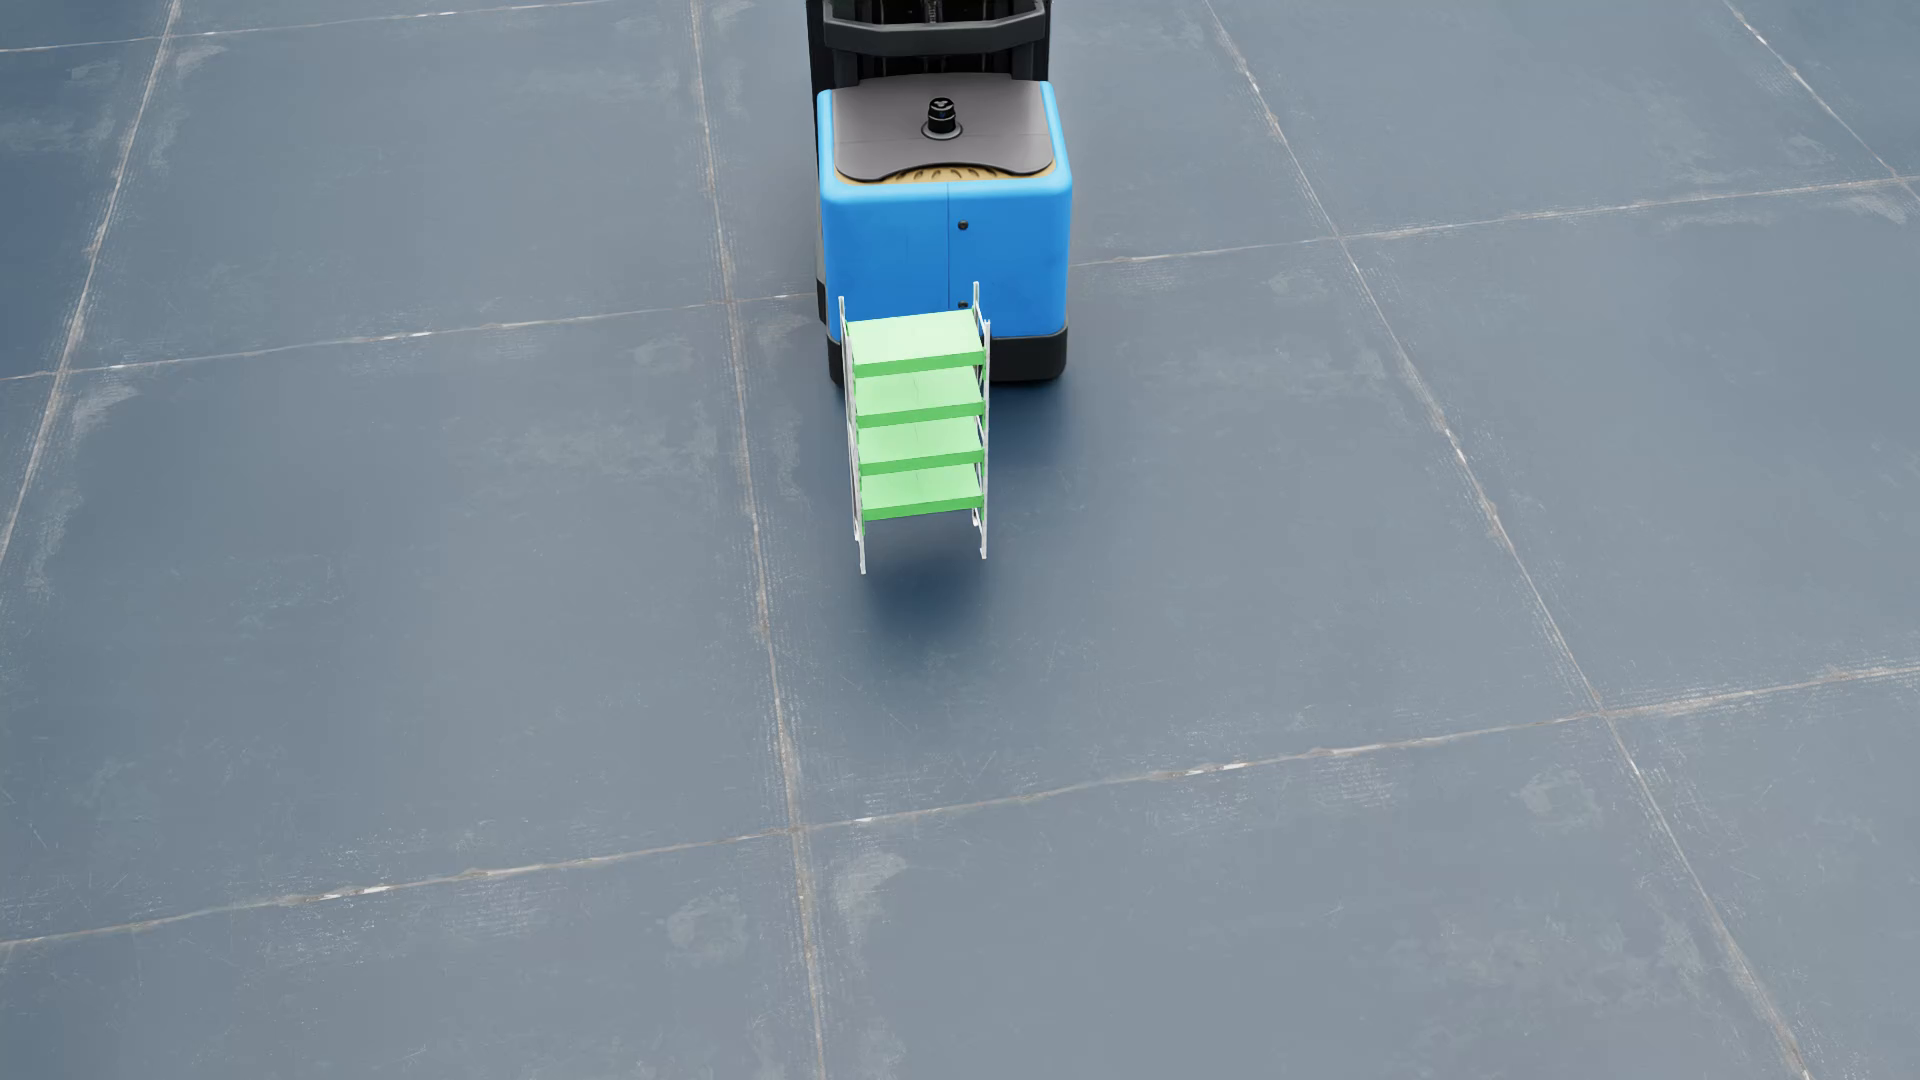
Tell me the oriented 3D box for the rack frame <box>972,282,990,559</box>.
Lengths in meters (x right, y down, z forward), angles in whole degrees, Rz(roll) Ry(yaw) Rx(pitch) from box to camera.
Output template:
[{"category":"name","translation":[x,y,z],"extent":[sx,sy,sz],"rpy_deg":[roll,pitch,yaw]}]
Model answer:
[{"category":"rack frame","translation":[0.077,-0.426,6.327],"extent":[0.015,1.200,0.240],"rpy_deg":[-7,46,-7]}]

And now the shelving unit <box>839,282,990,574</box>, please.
[{"category":"shelving unit","translation":[-0.163,-0.396,6.298],"extent":[0.503,1.200,0.258],"rpy_deg":[-7,46,-7]}]

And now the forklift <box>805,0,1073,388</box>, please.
[{"category":"forklift","translation":[-0.159,-2.739,7.354],"extent":[1.130,2.935,3.031],"rpy_deg":[-3,46,-3]}]

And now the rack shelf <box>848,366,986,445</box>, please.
[{"category":"rack shelf","translation":[-0.163,-0.518,6.172],"extent":[0.480,0.148,0.258],"rpy_deg":[-7,46,-7]}]

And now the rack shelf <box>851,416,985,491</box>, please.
[{"category":"rack shelf","translation":[-0.163,-0.352,6.344],"extent":[0.480,0.148,0.258],"rpy_deg":[-7,46,-7]}]

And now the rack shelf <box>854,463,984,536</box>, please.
[{"category":"rack shelf","translation":[-0.163,-0.185,6.517],"extent":[0.480,0.148,0.258],"rpy_deg":[-7,46,-7]}]

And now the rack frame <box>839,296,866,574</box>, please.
[{"category":"rack frame","translation":[-0.404,-0.366,6.269],"extent":[0.015,1.200,0.240],"rpy_deg":[-7,46,-7]}]

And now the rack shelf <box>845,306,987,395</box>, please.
[{"category":"rack shelf","translation":[-0.163,-0.685,5.999],"extent":[0.480,0.148,0.258],"rpy_deg":[-7,46,-7]}]
